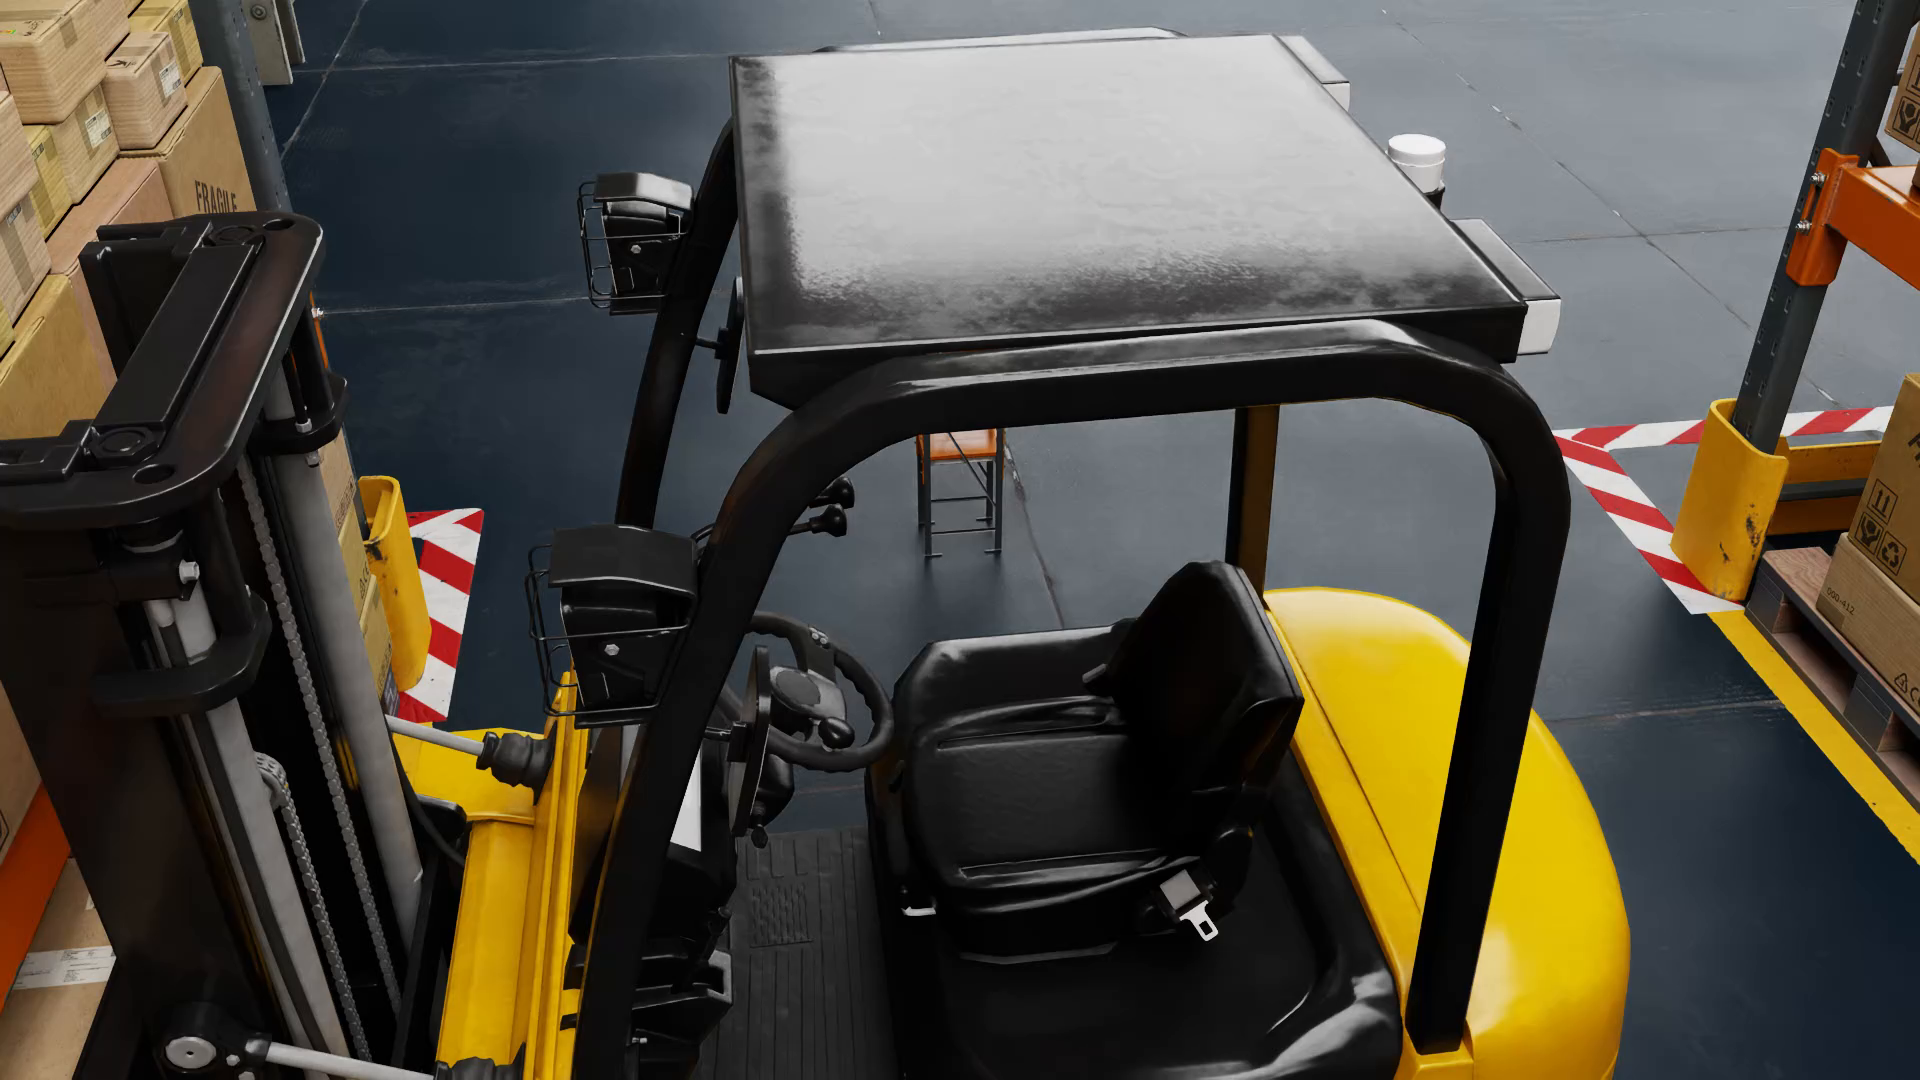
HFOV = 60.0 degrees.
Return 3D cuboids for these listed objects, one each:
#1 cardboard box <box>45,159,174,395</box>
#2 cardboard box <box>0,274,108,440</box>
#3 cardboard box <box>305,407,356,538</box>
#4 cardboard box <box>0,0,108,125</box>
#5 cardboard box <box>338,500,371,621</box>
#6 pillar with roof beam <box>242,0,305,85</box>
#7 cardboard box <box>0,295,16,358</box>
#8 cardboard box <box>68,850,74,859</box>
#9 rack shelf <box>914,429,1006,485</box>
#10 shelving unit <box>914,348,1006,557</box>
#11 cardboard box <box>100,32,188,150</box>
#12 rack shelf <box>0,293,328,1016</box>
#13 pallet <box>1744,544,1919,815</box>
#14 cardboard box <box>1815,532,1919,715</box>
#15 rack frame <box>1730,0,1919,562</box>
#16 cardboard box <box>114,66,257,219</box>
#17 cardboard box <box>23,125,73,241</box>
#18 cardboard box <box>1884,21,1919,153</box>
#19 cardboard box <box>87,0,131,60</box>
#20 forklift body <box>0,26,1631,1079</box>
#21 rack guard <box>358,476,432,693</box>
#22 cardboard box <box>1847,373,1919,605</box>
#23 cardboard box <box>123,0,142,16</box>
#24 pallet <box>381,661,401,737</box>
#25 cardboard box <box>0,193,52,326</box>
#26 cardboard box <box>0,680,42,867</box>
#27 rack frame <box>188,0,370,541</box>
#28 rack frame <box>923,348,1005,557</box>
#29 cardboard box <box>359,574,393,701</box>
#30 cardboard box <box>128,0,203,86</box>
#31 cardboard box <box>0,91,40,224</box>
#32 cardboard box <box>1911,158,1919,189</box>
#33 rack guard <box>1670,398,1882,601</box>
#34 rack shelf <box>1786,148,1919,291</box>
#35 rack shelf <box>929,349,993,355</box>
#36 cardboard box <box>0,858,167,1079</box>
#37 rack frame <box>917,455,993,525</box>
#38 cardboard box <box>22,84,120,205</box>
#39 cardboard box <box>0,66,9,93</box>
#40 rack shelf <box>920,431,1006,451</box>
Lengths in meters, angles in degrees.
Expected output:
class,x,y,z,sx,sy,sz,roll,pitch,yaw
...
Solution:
class,x,y,z,sx,sy,sz,roll,pitch,yaw
cardboard box,-1.719,-0.352,3.015,0.500,0.500,0.500,-3,34,-5
cardboard box,-1.650,-0.066,2.595,0.500,0.500,0.500,-5,35,-7
cardboard box,-1.735,-0.073,3.874,0.500,0.250,0.500,-3,34,-5
cardboard box,-1.723,-0.825,2.868,0.380,0.149,0.250,-4,34,-5
cardboard box,-1.731,0.148,3.994,0.500,0.250,0.500,-5,35,-7
pillar with roof beam,0.553,-6.552,6.874,9.100,9.000,0.400,-4,35,-6
cardboard box,-1.585,-0.279,2.331,0.380,0.149,0.250,-4,34,-6
cardboard box,-1.583,0.492,3.045,0.500,0.250,0.500,-4,34,-6
rack shelf,-0.002,-0.269,5.084,0.258,0.103,0.180,-4,35,-6
shelving unit,-0.002,-0.504,4.924,0.258,1.200,0.189,-4,35,-6
cardboard box,-1.718,-0.853,3.173,0.380,0.149,0.250,-4,34,-6
rack shelf,-1.837,0.557,2.407,1.077,0.370,4.000,-4,35,-6
pallet,2.896,0.417,4.451,1.003,0.211,1.213,-4,35,-6
cardboard box,2.646,0.200,4.362,0.500,0.250,0.500,-5,35,-7
rack frame,2.812,-1.234,4.397,1.000,3.000,0.127,-4,35,-6
cardboard box,-1.780,-0.643,3.440,0.500,0.500,0.500,-5,35,-7
cardboard box,-1.722,-0.564,2.749,0.380,0.149,0.250,-5,35,-7
cardboard box,2.601,-1.113,3.866,0.500,0.500,0.500,-5,35,-7
cardboard box,-1.785,-0.969,3.079,0.380,0.149,0.250,-4,35,-6
forklift body,-0.043,0.415,2.731,2.313,2.155,1.214,-4,35,-6
rack guard,-2.109,0.164,4.566,1.175,0.500,0.348,-4,35,-6
cardboard box,2.650,-0.097,4.131,0.500,0.500,0.500,-5,35,-8
cardboard box,-1.849,-1.104,3.278,0.380,0.149,0.250,-4,35,-6
pallet,-1.962,0.720,4.006,1.003,0.211,1.213,-4,35,-6
cardboard box,-1.639,-0.419,2.536,0.380,0.149,0.250,-5,35,-8
cardboard box,-1.571,0.213,2.185,0.500,0.500,0.500,-4,34,-6
rack frame,-2.106,-0.856,3.842,1.000,3.000,0.127,-4,35,-6
rack frame,0.010,-0.453,4.849,0.240,1.200,0.006,-4,35,-6
cardboard box,-1.730,0.345,4.149,0.500,0.250,0.500,-4,34,-6
cardboard box,-1.782,-0.993,3.379,0.380,0.149,0.250,-4,34,-6
cardboard box,-1.618,-0.544,2.455,0.380,0.149,0.250,-4,34,-5
cardboard box,2.653,-0.925,4.167,0.380,0.149,0.250,-4,35,-6
rack guard,2.822,-0.159,5.039,1.175,0.500,0.348,-4,35,-6
rack shelf,3.081,0.179,2.962,1.077,0.370,4.000,-4,35,-6
rack shelf,-0.002,-0.566,4.881,0.258,0.103,0.180,-4,35,-6
cardboard box,-1.522,0.776,2.629,0.500,0.250,0.500,-5,35,-7
rack frame,-0.014,-0.555,4.999,0.240,1.200,0.006,-4,35,-6
cardboard box,-1.744,-0.703,2.954,0.380,0.149,0.250,-4,34,-5
cardboard box,-1.763,-0.681,2.656,0.380,0.149,0.250,-4,34,-6
rack shelf,-0.002,-0.368,5.017,0.258,0.103,0.180,-4,35,-6
